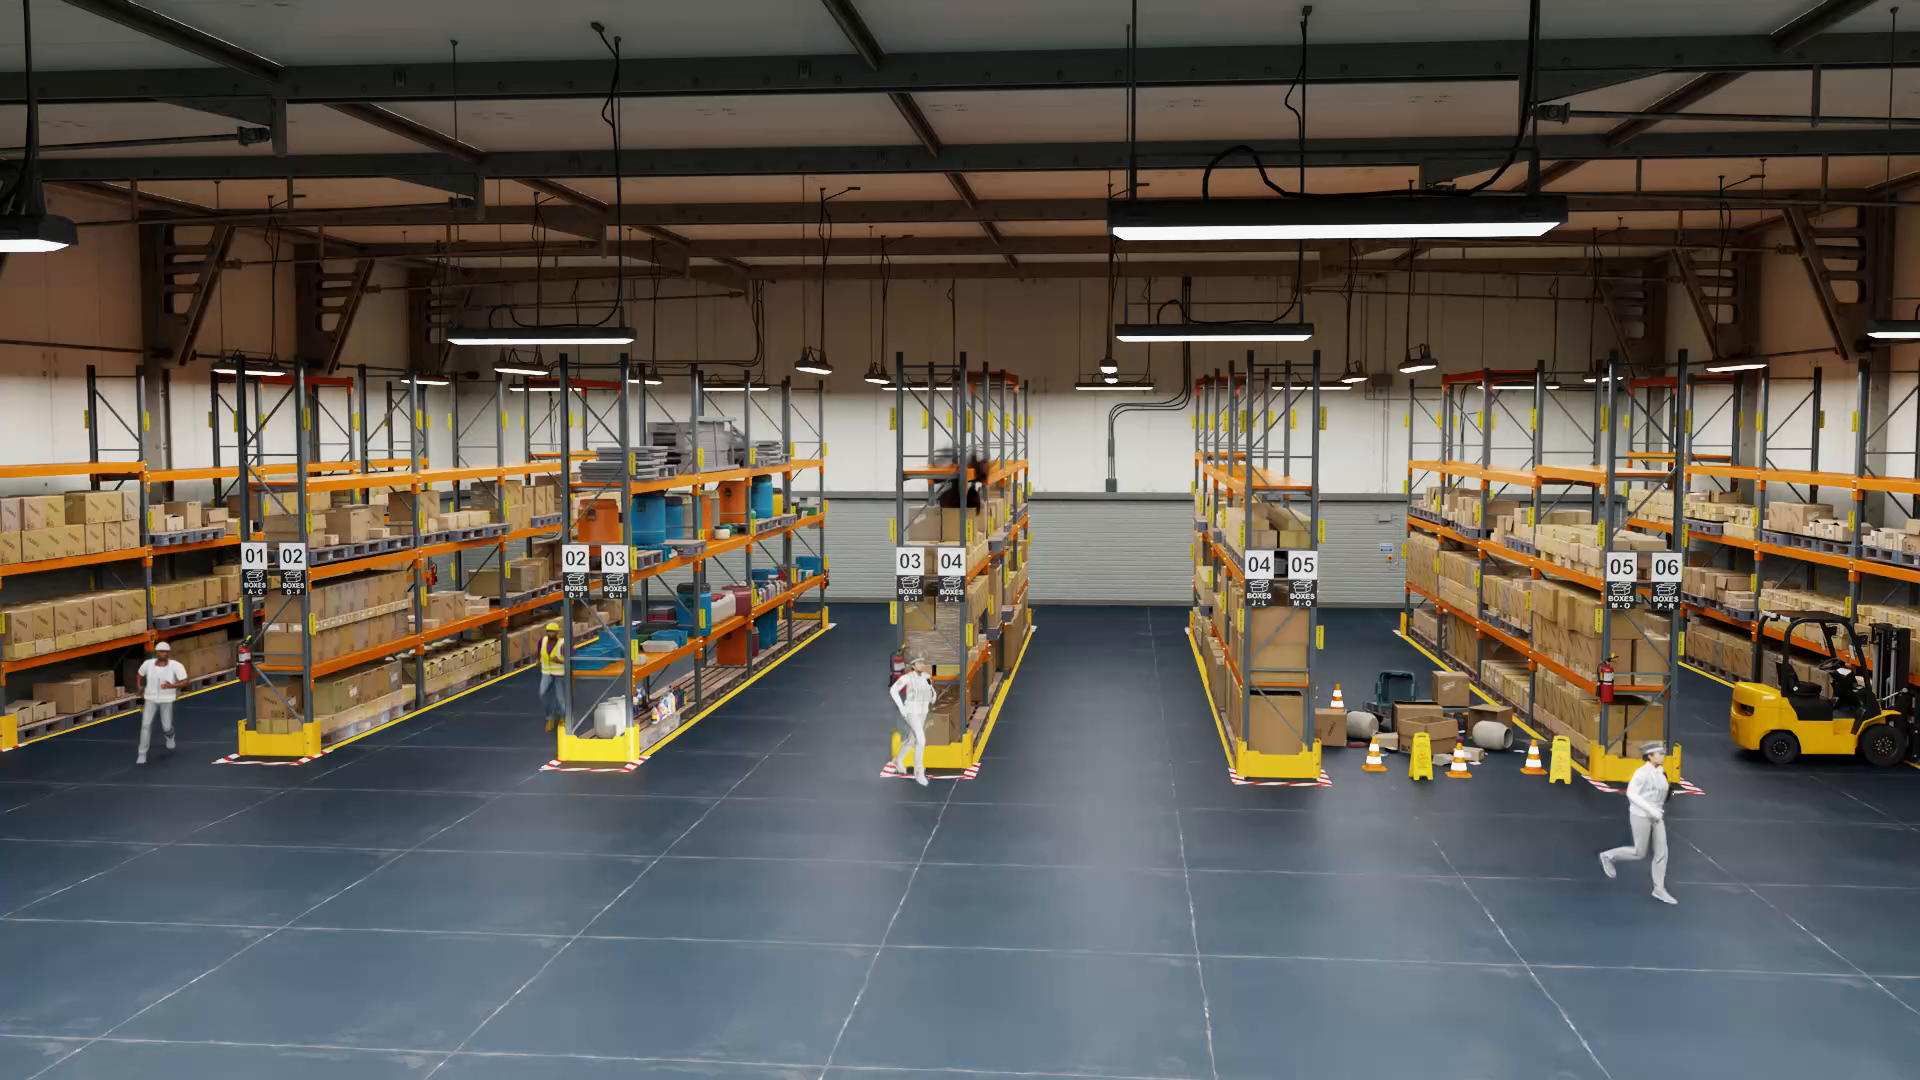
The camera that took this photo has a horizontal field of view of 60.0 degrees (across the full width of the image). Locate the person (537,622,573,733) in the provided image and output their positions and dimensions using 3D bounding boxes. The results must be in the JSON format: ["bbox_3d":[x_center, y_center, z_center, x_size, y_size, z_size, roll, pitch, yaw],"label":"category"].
[{"bbox_3d":[-6.587,2.212,27.012,0.729,1.784,0.835,1,4,9],"label":"person"}]

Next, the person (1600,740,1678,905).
[{"bbox_3d":[7.223,2.929,17.584,0.641,1.685,0.879,-3,5,-40],"label":"person"}]

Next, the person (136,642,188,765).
[{"bbox_3d":[-11.879,2.387,24.750,0.723,1.745,0.944,-1,4,-19],"label":"person"}]

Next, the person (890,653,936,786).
[{"bbox_3d":[-0.620,2.388,22.548,0.765,1.754,0.596,4,6,43],"label":"person"}]
